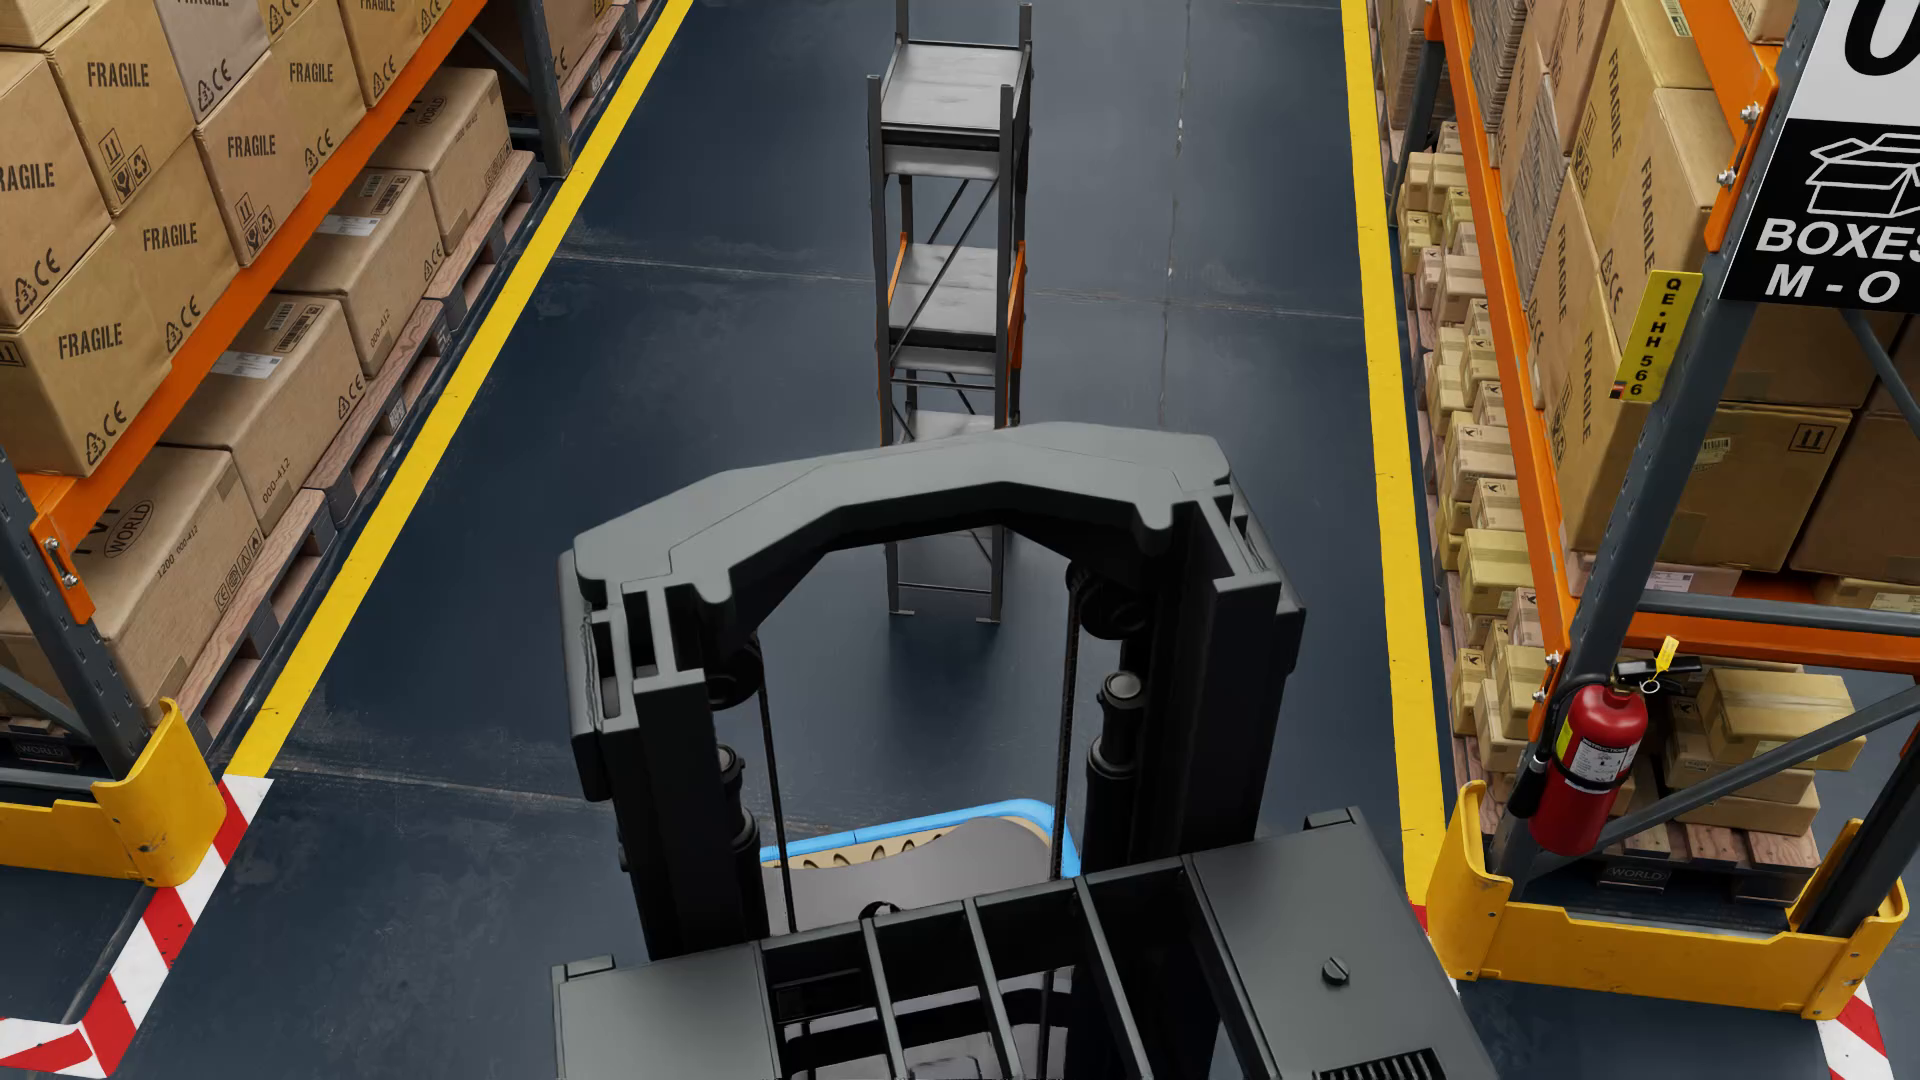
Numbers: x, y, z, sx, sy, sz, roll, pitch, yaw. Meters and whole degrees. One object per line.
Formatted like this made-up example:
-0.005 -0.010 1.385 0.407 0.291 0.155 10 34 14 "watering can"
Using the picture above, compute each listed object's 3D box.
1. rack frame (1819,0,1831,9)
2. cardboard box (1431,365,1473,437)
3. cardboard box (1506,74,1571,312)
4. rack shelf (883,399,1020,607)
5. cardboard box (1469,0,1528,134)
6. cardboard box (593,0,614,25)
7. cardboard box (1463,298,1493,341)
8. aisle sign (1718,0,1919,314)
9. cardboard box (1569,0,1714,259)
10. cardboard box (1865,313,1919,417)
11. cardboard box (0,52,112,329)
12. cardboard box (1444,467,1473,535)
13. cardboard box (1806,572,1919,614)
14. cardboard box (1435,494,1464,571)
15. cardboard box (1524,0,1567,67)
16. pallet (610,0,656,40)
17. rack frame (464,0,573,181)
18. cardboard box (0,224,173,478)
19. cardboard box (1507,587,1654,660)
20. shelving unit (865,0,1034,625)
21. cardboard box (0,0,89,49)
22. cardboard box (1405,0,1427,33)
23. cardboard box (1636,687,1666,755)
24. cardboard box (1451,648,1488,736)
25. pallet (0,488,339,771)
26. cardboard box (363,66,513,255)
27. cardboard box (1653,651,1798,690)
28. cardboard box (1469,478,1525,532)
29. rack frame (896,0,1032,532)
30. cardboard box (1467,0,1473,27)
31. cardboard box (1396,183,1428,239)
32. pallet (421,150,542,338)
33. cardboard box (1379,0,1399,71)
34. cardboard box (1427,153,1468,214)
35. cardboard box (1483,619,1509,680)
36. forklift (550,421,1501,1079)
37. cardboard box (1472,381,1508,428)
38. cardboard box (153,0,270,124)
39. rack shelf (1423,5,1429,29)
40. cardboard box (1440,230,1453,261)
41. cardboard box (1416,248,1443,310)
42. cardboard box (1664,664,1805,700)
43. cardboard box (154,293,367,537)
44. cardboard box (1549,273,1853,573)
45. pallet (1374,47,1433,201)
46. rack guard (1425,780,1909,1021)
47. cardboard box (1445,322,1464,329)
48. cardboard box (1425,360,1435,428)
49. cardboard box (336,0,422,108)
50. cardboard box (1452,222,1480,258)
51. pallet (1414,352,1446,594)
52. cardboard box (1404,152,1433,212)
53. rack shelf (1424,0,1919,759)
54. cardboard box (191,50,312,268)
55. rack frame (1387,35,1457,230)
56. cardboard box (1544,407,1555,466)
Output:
1.983 -1.996 1.813 1.000 3.000 0.127 5 44 6 "rack frame"
1.954 -0.500 6.148 0.380 0.149 0.250 6 44 6 "cardboard box"
1.918 -0.989 4.823 0.500 0.500 0.500 5 44 6 "cardboard box"
-0.022 -0.131 5.900 0.431 0.518 0.480 5 44 6 "rack shelf"
2.036 -1.696 5.570 0.500 0.500 0.500 4 44 5 "cardboard box"
-2.294 -3.352 8.848 0.875 0.875 0.875 6 44 7 "cardboard box"
2.100 -0.763 6.210 0.380 0.149 0.250 4 44 4 "cardboard box"
1.676 -0.739 2.958 0.394 0.787 0.004 5 44 6 "aisle sign"
1.864 -1.005 4.113 0.500 0.500 0.500 4 44 4 "cardboard box"
2.305 -0.607 3.693 0.500 0.500 0.500 5 44 5 "cardboard box"
-2.591 -0.899 4.218 0.500 0.500 0.500 4 44 5 "cardboard box"
1.892 -0.137 5.765 0.380 0.149 0.250 6 44 6 "cardboard box"
2.351 0.082 4.164 0.380 0.149 0.250 5 44 5 "cardboard box"
1.891 -0.018 5.856 0.380 0.149 0.250 3 44 4 "cardboard box"
1.990 -1.721 4.870 0.500 0.500 0.500 4 44 4 "cardboard box"
-2.222 -3.279 9.559 1.003 0.211 1.213 5 44 6 "pallet"
-2.408 -2.925 7.157 1.000 3.000 0.127 5 44 6 "rack frame"
-2.589 -0.536 4.562 0.500 0.500 0.500 5 44 5 "cardboard box"
1.892 0.299 5.088 0.380 0.149 0.250 6 44 6 "cardboard box"
-0.022 -0.650 5.409 0.431 2.100 0.503 5 44 6 "shelving unit"
-2.504 -1.402 4.278 0.380 0.149 0.250 6 44 7 "cardboard box"
2.360 -2.592 7.773 0.500 0.250 0.500 4 44 4 "cardboard box"
2.323 0.551 5.254 0.380 0.149 0.250 5 44 5 "cardboard box"
1.779 0.503 5.305 0.380 0.149 0.250 6 44 7 "cardboard box"
-2.909 0.262 5.820 1.003 0.211 1.213 5 44 6 "pallet"
-2.598 -1.729 7.452 0.875 0.438 0.875 5 44 5 "cardboard box"
2.306 0.324 5.062 0.380 0.149 0.250 6 44 6 "cardboard box"
1.897 -0.060 5.467 0.380 0.149 0.250 4 44 4 "cardboard box"
0.010 -0.816 5.585 0.400 2.100 0.015 5 44 6 "rack frame"
2.189 -2.106 6.476 0.380 0.149 0.250 6 44 7 "cardboard box"
2.145 -1.442 7.360 0.380 0.149 0.250 3 44 4 "cardboard box"
-2.586 -1.401 7.576 1.003 0.211 1.213 5 44 6 "pallet"
2.428 -2.666 8.396 0.500 0.500 0.500 4 44 5 "cardboard box"
2.166 -1.479 6.966 0.380 0.149 0.250 7 44 8 "cardboard box"
1.858 0.398 5.200 0.380 0.149 0.250 4 44 5 "cardboard box"
0.087 1.394 2.646 1.130 2.935 3.031 -9 44 -10 "forklift"
2.022 -0.417 5.845 0.380 0.149 0.250 4 44 4 "cardboard box"
-2.469 -1.604 4.962 0.500 0.500 0.500 5 44 5 "cardboard box"
2.776 -3.646 8.442 1.077 0.370 4.000 5 44 6 "rack shelf"
2.206 -1.201 6.889 0.380 0.149 0.250 5 44 5 "cardboard box"
2.129 -1.087 6.984 0.380 0.149 0.250 5 44 5 "cardboard box"
2.399 0.442 5.154 0.380 0.149 0.250 5 44 5 "cardboard box"
-2.836 -0.504 6.159 0.875 0.438 0.875 6 44 7 "cardboard box"
1.787 -0.292 4.087 0.500 0.500 0.500 6 44 6 "cardboard box"
2.613 -2.062 8.274 1.003 0.211 1.213 5 44 6 "pallet"
1.993 1.038 4.790 1.175 0.500 0.348 5 44 6 "rack guard"
2.107 -0.832 6.499 0.380 0.149 0.250 7 44 7 "cardboard box"
2.014 -0.554 6.422 0.380 0.149 0.250 4 44 4 "cardboard box"
-2.331 -1.927 6.031 0.500 0.500 0.500 5 44 5 "cardboard box"
2.169 -1.122 6.589 0.380 0.149 0.250 4 44 4 "cardboard box"
2.299 -0.237 6.346 1.003 0.211 1.213 5 44 6 "pallet"
2.147 -1.551 7.258 0.380 0.149 0.250 7 44 7 "cardboard box"
2.247 -0.920 5.563 1.077 0.370 4.000 5 44 6 "rack shelf"
-2.465 -1.228 5.293 0.500 0.500 0.500 5 44 5 "cardboard box"
2.512 -2.544 6.755 1.000 3.000 0.127 5 44 6 "rack frame"
1.834 -0.313 4.581 0.380 0.149 0.250 5 44 5 "cardboard box"
